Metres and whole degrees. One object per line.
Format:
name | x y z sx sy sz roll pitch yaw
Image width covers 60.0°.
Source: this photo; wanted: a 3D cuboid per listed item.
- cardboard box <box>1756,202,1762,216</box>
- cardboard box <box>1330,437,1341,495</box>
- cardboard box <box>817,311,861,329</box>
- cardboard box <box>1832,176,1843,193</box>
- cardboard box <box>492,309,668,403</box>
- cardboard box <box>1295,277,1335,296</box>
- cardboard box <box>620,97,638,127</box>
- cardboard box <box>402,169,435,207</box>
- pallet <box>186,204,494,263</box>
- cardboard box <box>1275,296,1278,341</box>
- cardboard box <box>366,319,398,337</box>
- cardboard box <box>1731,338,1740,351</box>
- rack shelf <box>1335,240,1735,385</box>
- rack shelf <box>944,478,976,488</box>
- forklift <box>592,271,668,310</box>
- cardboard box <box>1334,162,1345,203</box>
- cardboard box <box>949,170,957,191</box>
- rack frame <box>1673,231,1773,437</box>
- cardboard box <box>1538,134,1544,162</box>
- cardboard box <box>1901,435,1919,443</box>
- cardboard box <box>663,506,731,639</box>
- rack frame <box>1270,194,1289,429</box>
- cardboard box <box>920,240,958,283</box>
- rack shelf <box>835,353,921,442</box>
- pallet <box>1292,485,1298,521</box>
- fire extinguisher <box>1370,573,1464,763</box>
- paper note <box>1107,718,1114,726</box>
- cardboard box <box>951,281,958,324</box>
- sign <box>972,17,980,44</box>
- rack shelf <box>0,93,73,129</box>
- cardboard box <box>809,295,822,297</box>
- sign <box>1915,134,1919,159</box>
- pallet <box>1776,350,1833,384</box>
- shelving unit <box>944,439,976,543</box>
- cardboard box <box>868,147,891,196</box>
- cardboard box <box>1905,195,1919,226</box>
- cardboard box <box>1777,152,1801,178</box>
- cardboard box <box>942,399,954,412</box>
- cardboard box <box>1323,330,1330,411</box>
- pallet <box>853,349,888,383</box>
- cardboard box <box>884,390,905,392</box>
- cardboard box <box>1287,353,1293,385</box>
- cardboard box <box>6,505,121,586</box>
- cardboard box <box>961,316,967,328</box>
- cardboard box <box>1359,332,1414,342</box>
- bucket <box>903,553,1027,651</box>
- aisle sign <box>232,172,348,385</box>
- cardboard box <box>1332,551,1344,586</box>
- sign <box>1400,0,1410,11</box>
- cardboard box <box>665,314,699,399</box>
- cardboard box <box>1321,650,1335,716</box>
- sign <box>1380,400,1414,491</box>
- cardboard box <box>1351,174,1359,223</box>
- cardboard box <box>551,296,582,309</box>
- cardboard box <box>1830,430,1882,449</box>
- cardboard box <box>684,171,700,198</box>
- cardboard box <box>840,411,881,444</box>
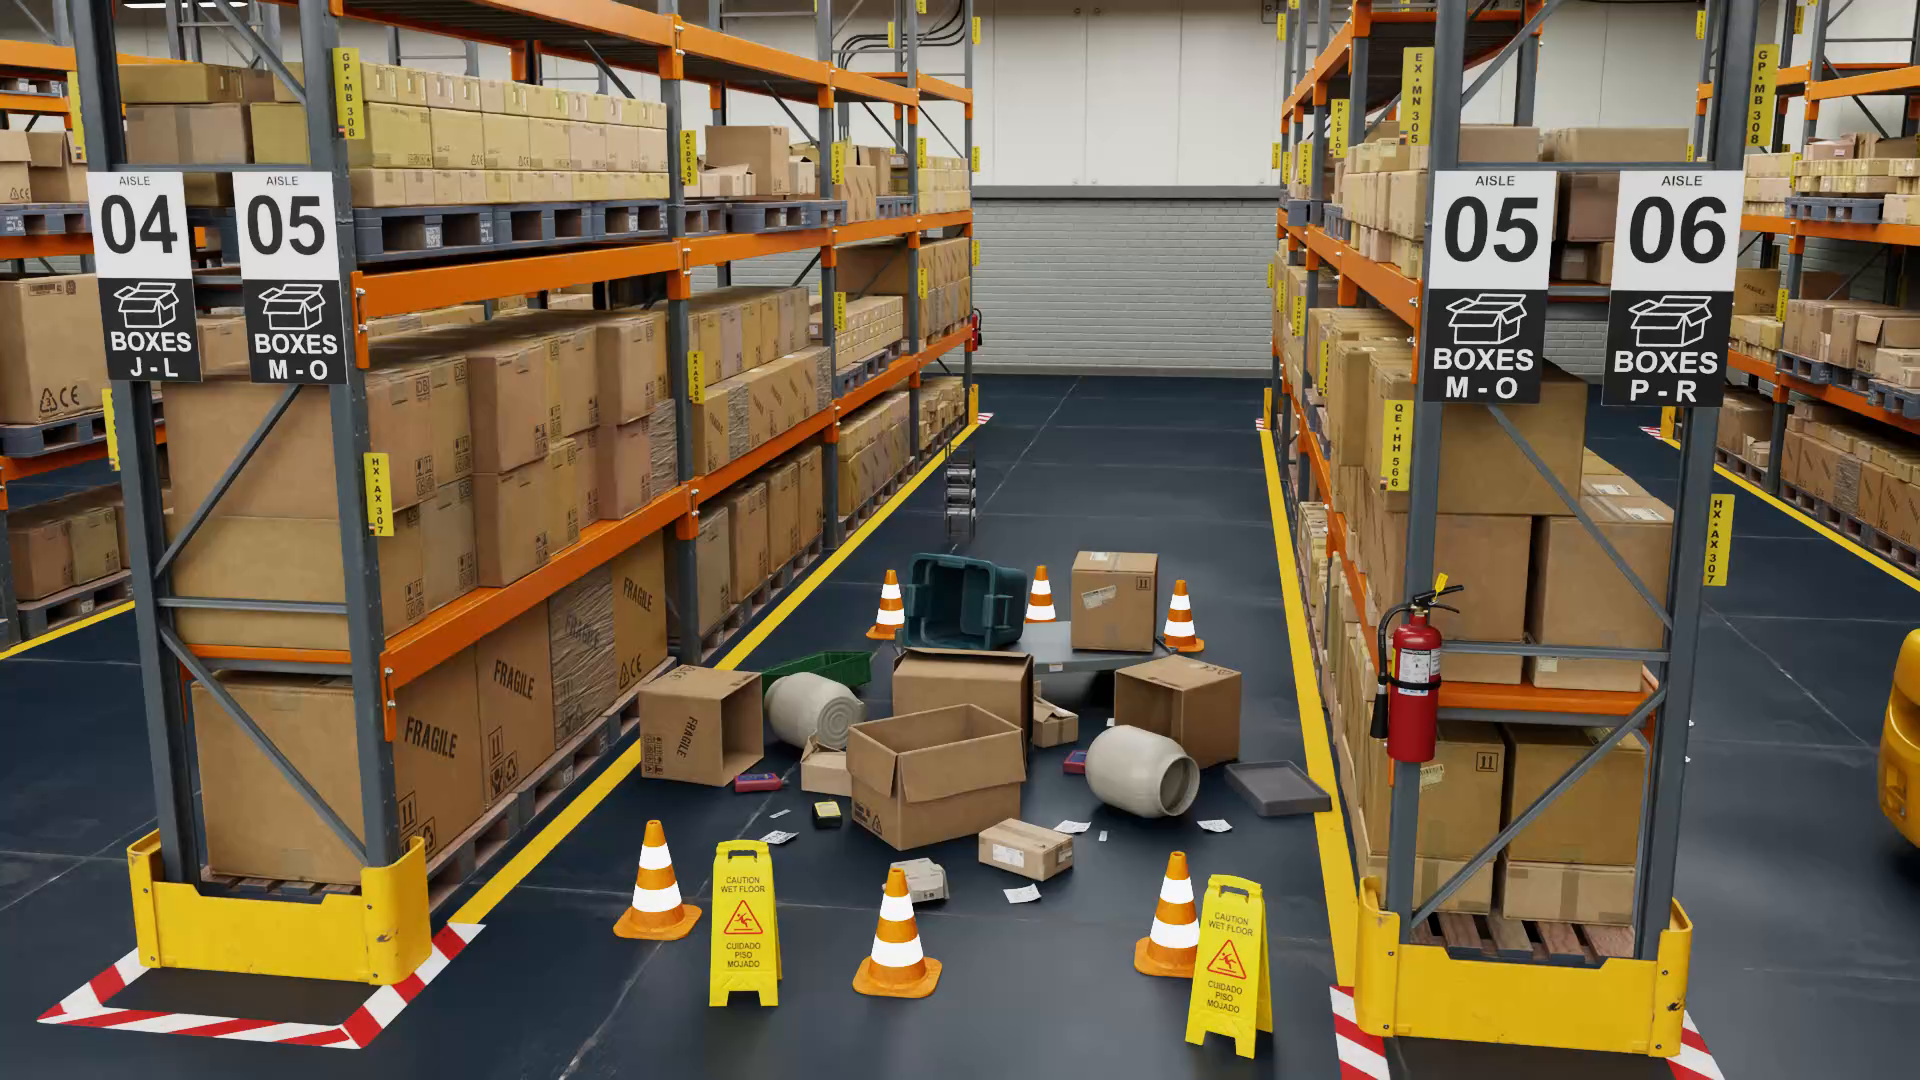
cardboard box | 8.823 -3.572 17.925 0.380 0.149 0.250 2 12 11
cardboard box | 2.378 -0.539 9.429 0.500 0.500 0.500 2 12 8
cardboard box | -1.146 -2.081 15.715 0.380 0.149 0.250 2 12 11
cardboard box | 8.262 -3.268 15.279 0.380 0.149 0.250 2 12 8
cardboard box | -2.277 -1.092 10.020 0.875 0.550 0.550 2 12 9
cardboard box | 3.311 -2.124 15.116 0.500 0.500 0.500 2 12 9
cardboard box | -2.005 -2.362 9.185 0.380 0.149 0.250 2 12 9
cardboard box | -2.393 -1.445 6.822 0.380 0.149 0.250 2 12 9
pallet | -2.697 -1.311 7.048 1.003 0.211 1.213 2 12 9
cardboard box | 4.062 -2.672 20.033 0.500 0.500 0.500 2 12 8
cardboard box | -5.960 -1.936 16.620 0.500 0.500 0.500 2 12 8
cardboard box | 8.911 -2.205 18.699 0.380 0.149 0.250 2 12 9
rack shelf | 2.413 -1.125 7.682 1.077 0.370 4.000 2 12 9
rack shelf | 0.001 -0.497 14.894 0.258 0.077 0.200 2 12 9
forklift | -3.495 -1.693 15.893 3.031 2.935 1.130 -7 14 -31
cardboard box | 3.180 -2.578 12.477 0.700 0.500 0.500 2 12 9
cardboard box | -0.319 -4.384 20.267 0.500 0.250 0.500 2 12 9
rack frame | 9.471 -2.765 20.702 1.000 3.000 0.127 2 12 9
cardboard box | 2.540 -1.602 6.892 0.380 0.149 0.250 2 12 8
cardboard box | 8.928 -0.876 15.334 0.380 0.149 0.250 2 12 9
cardboard box | -2.179 0.196 11.306 1.050 0.750 0.750 2 12 8
rack frame | 4.566 -2.925 21.445 1.000 3.000 0.127 2 12 9
cardboard box | -0.314 -3.430 20.472 0.500 0.500 0.500 3 12 12
rack shelf | -1.263 -1.464 16.372 1.077 0.370 4.000 2 12 9
pallet | 3.722 -0.311 15.937 1.003 0.211 1.213 2 12 9
fire extinguisher | 1.633 0.453 5.957 0.296 0.674 0.183 2 12 9
paper note | 0.953 1.080 9.911 0.148 0.019 0.142 2 12 9
cardboard box | -0.308 -2.944 20.589 0.500 0.500 0.500 2 12 9
sign | 0.205 -6.509 21.241 0.100 0.325 0.005 2 12 9
rack shelf | -11.043 -4.543 17.370 1.077 0.370 4.000 2 12 9
cardboard box | -1.471 -2.538 17.836 0.380 0.149 0.250 3 12 12
sign | 9.405 -3.826 16.347 0.100 0.325 0.005 2 12 9
pallet | 8.625 -1.675 16.103 1.003 0.211 1.213 2 12 9
shelving unit | 0.001 -0.442 14.906 0.258 0.900 0.210 2 12 9
cardboard box | -1.123 -3.877 17.508 0.700 0.500 0.500 2 12 9
cardboard box | 8.157 -2.712 13.693 0.500 0.250 0.500 2 12 9
cardboard box | 8.696 -3.828 16.978 0.500 0.250 0.500 2 12 9
cardboard box | -0.285 -1.686 20.759 0.380 0.149 0.250 2 12 9
cardboard box | 2.725 -1.141 11.225 0.500 0.500 0.500 2 12 11
pallet | -1.307 -1.718 16.303 1.003 0.211 1.213 2 12 9
cardboard box | -0.884 -1.739 20.299 0.380 0.149 0.250 2 12 9
cardboard box | 3.364 -1.618 15.738 0.500 0.250 0.500 2 12 8
cardboard box | -6.864 0.033 12.609 0.700 0.500 0.500 2 12 8
cardboard box | -0.111 -2.864 21.761 0.380 0.149 0.250 2 12 9
cardboard box | 2.244 -0.705 7.826 0.700 0.500 0.500 2 12 8
bucket | 0.071 0.394 10.207 0.726 0.611 0.620 7 4 28
aisle sign | -2.516 -0.980 6.249 0.394 0.787 0.004 2 12 9
cardboard box | 2.285 0.166 9.311 0.380 0.149 0.250 2 12 9
sign | 4.489 -5.505 16.773 0.100 0.325 0.005 2 12 9
cardboard box | -2.115 -1.207 10.865 0.700 0.500 0.500 2 12 8
cardboard box | 2.363 0.826 9.570 0.500 0.250 0.500 1 12 6
sign | 1.560 -0.337 5.938 0.100 0.325 0.005 2 12 9
cardboard box | 2.312 -1.775 8.639 0.500 0.250 0.500 2 12 8
cardboard box | -5.195 -2.997 21.430 0.500 0.250 0.500 1 12 7
cardboard box | 8.440 -0.944 15.652 0.380 0.149 0.250 2 12 9
cardboard box | -1.846 -2.339 10.690 0.258 0.266 0.396 2 12 8
cardboard box | -1.059 -1.093 16.100 0.500 0.250 0.500 2 12 9
